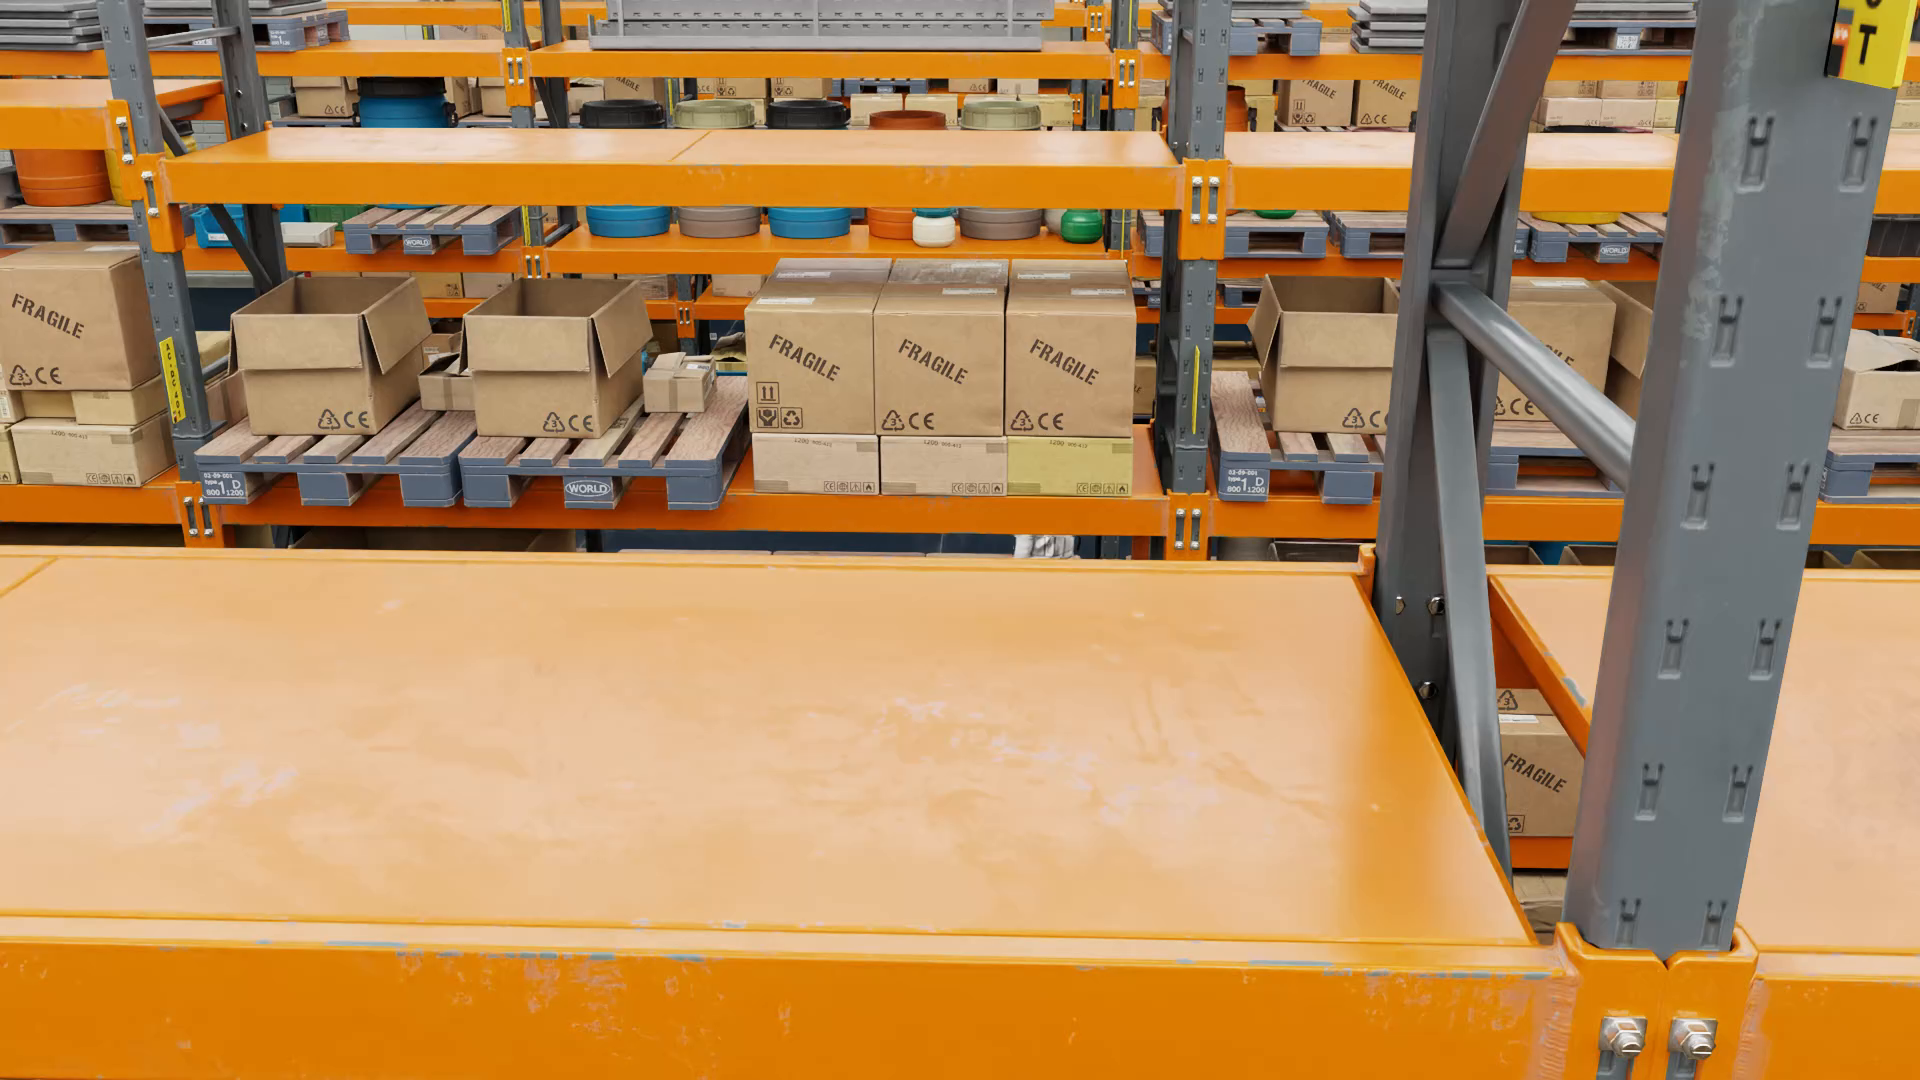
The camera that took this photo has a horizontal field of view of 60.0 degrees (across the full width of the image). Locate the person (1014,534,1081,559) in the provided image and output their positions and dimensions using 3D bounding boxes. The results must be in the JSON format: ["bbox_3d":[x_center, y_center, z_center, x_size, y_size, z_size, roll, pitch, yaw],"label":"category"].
[{"bbox_3d":[0.618,0.273,10.949,0.671,1.655,0.499,16,26,36],"label":"person"}]
